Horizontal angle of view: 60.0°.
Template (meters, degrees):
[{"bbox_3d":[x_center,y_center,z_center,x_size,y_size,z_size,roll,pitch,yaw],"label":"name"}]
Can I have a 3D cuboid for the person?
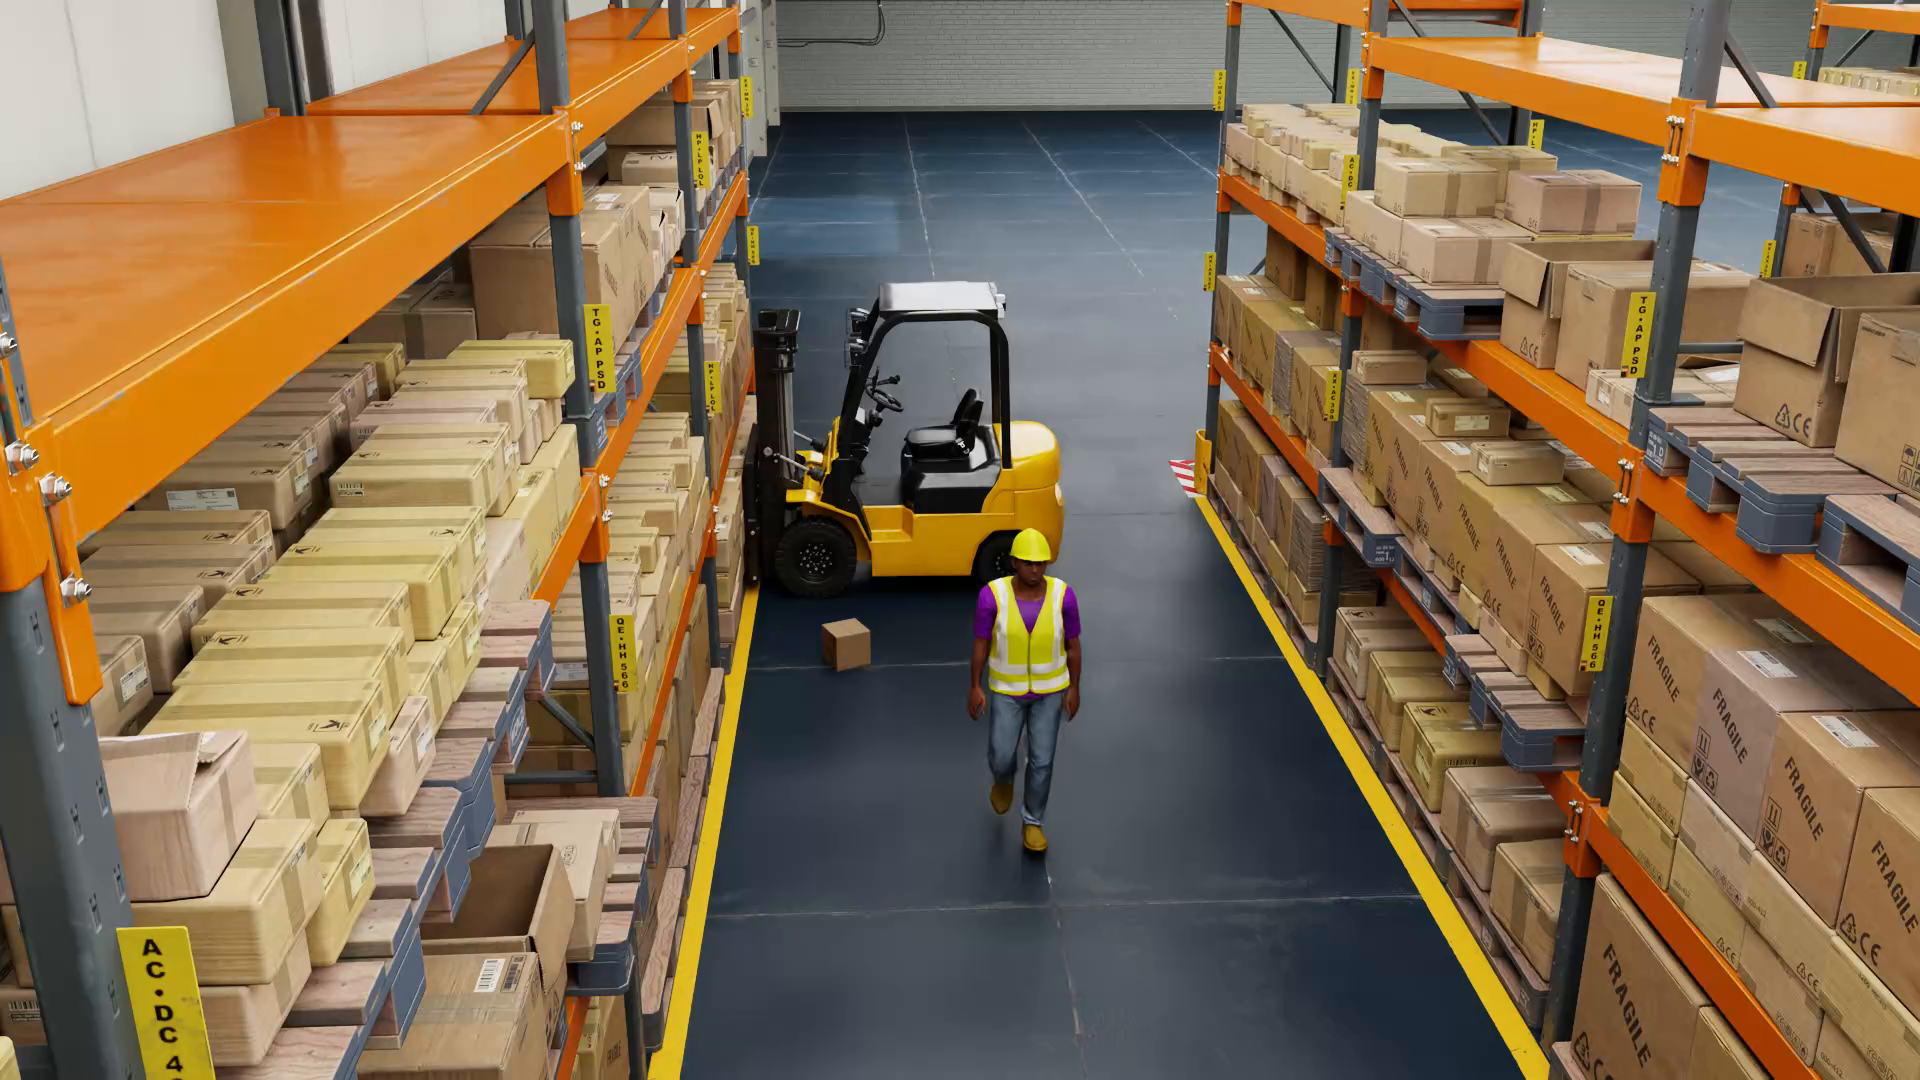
[{"bbox_3d":[0.344,0.778,8.858,0.609,1.757,0.563,-1,20,-2],"label":"person"}]
